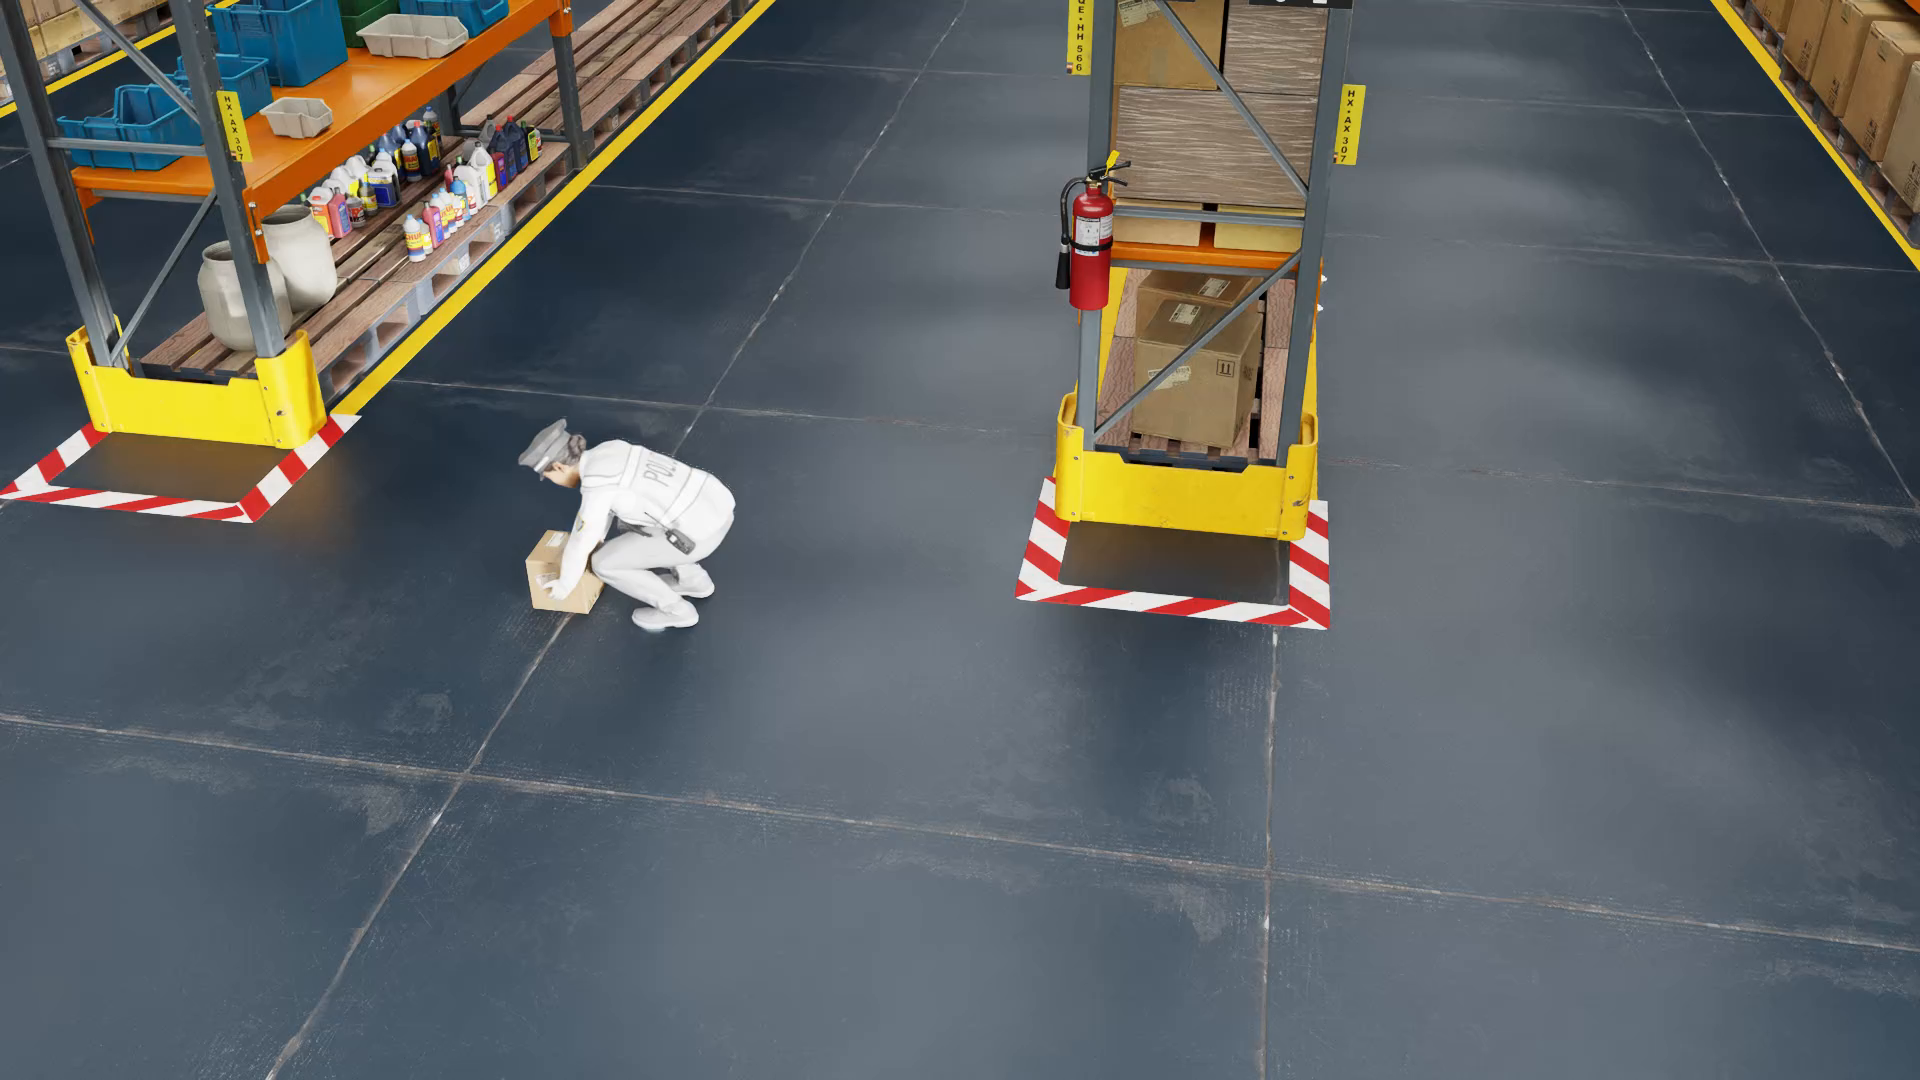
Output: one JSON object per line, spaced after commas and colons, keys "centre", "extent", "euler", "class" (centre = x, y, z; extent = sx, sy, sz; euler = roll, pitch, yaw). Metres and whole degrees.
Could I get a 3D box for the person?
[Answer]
{"centre": [-1.385, -0.089, 6.996], "extent": [0.856, 0.898, 0.485], "euler": [5, 33, 8], "class": "person"}
